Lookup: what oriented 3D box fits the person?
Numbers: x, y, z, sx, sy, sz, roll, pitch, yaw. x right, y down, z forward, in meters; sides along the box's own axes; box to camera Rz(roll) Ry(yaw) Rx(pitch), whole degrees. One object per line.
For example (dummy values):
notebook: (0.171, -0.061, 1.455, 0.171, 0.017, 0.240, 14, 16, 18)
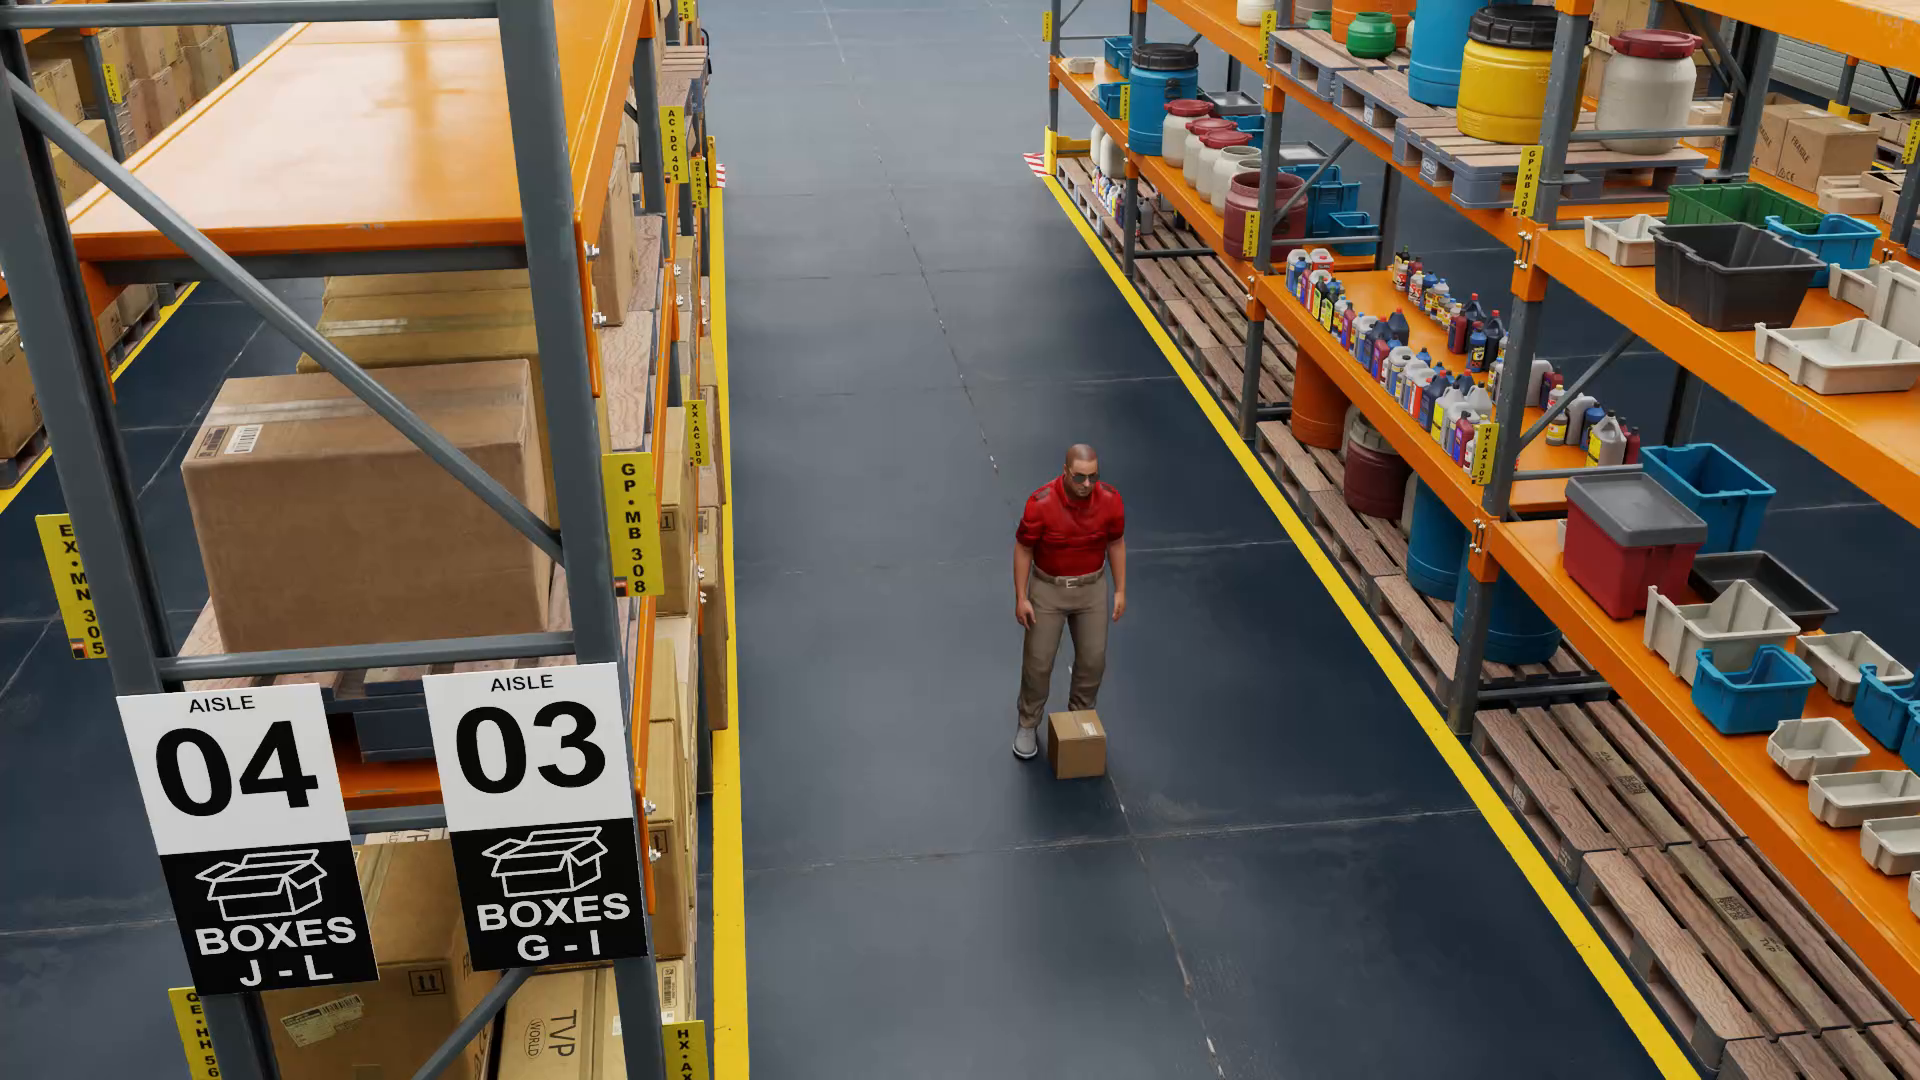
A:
person: (0.561, 0.288, 8.551, 0.604, 1.728, 0.385, -5, 27, -9)
